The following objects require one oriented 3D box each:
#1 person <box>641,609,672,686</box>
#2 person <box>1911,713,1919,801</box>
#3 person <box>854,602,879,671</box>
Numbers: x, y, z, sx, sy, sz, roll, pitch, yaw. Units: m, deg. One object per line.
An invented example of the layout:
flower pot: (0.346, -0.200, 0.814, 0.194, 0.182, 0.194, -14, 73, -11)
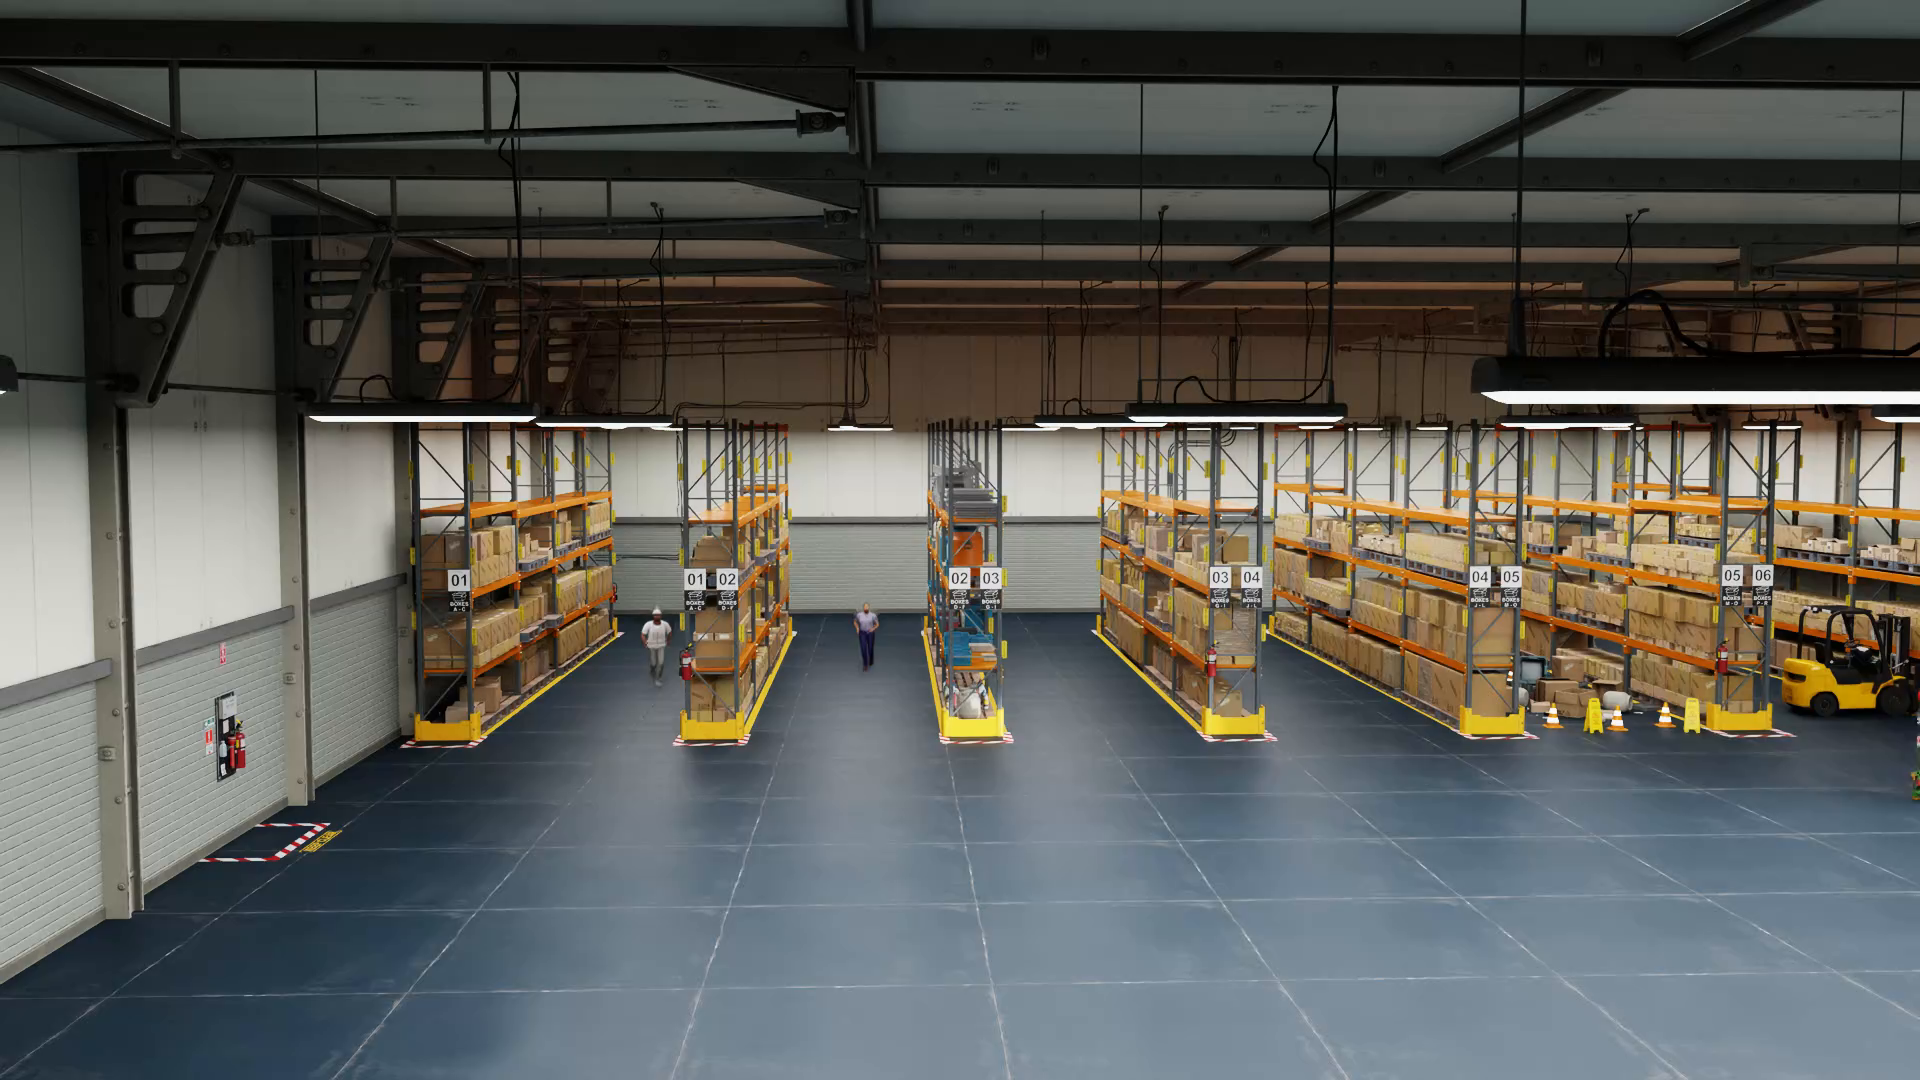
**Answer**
person: (-6.930, 2.442, 38.021, 0.698, 1.737, 0.654, -1, 4, -15)
person: (15.096, 3.201, 25.774, 0.699, 1.742, 0.656, -3, 5, -36)
person: (-2.275, 2.329, 40.388, 0.613, 1.640, 0.726, 0, 4, -3)
